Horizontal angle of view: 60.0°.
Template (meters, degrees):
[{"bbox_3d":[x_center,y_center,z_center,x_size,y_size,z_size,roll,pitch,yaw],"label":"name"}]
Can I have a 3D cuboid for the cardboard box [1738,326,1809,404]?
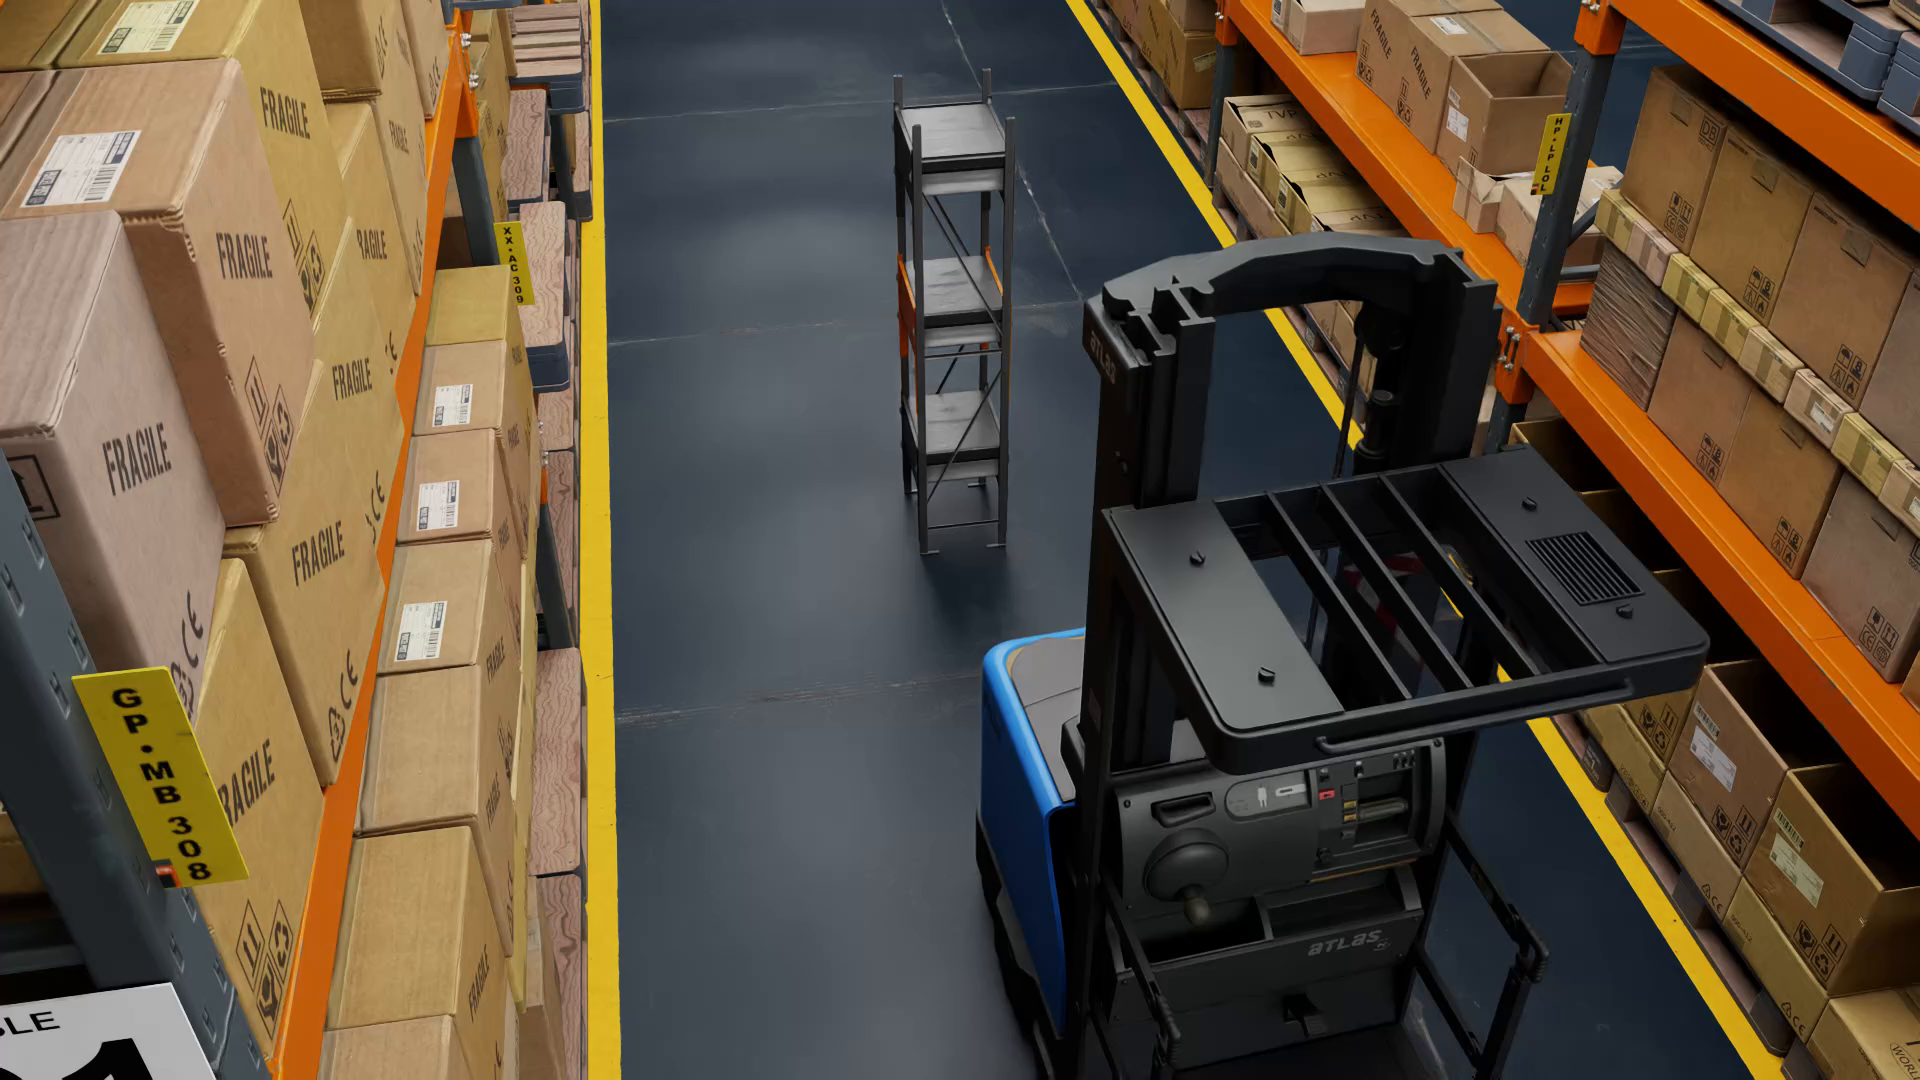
[{"bbox_3d":[2.811,-0.594,5.459,0.380,0.149,0.250,-7,38,-9],"label":"cardboard box"}]

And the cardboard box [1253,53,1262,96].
[{"bbox_3d":[2.177,-3.322,11.260,0.500,0.500,0.500,-8,38,-10],"label":"cardboard box"}]

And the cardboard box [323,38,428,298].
[{"bbox_3d":[-1.560,-0.879,3.894,0.500,0.500,0.500,-8,38,-10],"label":"cardboard box"}]

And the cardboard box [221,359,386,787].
[{"bbox_3d":[-1.272,0.064,2.680,0.500,0.500,0.500,-4,38,-5],"label":"cardboard box"}]

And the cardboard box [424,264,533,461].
[{"bbox_3d":[-1.715,-0.556,5.515,0.500,0.500,0.500,-6,38,-8],"label":"cardboard box"}]

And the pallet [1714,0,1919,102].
[{"bbox_3d":[2.949,-1.735,5.166,1.003,0.211,1.213,-6,38,-8],"label":"pallet"}]

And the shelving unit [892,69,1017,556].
[{"bbox_3d":[-0.029,-0.929,7.235,0.431,2.100,0.503,-6,38,-8],"label":"shelving unit"}]

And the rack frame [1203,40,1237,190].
[{"bbox_3d":[2.073,-3.514,9.828,1.000,3.000,0.127,-6,38,-8],"label":"rack frame"}]

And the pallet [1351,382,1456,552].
[{"bbox_3d":[2.607,-0.438,8.141,1.003,0.211,1.213,-6,38,-8],"label":"pallet"}]

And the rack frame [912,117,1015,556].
[{"bbox_3d":[0.014,-0.782,7.045,0.400,2.100,0.015,-6,38,-8],"label":"rack frame"}]

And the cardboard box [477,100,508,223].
[{"bbox_3d":[-2.249,-1.426,6.700,0.700,0.500,0.500,-3,38,-3],"label":"cardboard box"}]

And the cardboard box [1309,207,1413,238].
[{"bbox_3d":[2.154,-1.533,8.720,0.500,0.311,0.500,-7,38,-9],"label":"cardboard box"}]

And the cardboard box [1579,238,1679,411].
[{"bbox_3d":[2.858,-0.870,6.344,0.700,0.500,0.500,-7,38,-9],"label":"cardboard box"}]

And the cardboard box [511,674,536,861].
[{"bbox_3d":[-1.449,0.649,4.575,0.500,0.250,0.500,-6,38,-8],"label":"cardboard box"}]

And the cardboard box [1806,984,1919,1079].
[{"bbox_3d":[2.991,1.645,5.086,0.500,0.250,0.500,-6,38,-8],"label":"cardboard box"}]

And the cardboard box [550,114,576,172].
[{"bbox_3d":[-2.803,-2.754,10.260,0.750,0.750,0.750,-7,38,-9],"label":"cardboard box"}]

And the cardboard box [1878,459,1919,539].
[{"bbox_3d":[2.947,-0.125,4.855,0.380,0.149,0.250,-7,38,-9],"label":"cardboard box"}]

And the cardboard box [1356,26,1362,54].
[{"bbox_3d":[2.352,-2.651,8.922,0.380,0.149,0.250,-4,38,-5],"label":"cardboard box"}]

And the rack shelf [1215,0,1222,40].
[{"bbox_3d":[1.722,-4.438,11.604,1.077,0.370,4.000,-6,38,-8],"label":"rack shelf"}]

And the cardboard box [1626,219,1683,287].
[{"bbox_3d":[2.675,-1.059,6.058,0.380,0.149,0.250,-6,38,-7],"label":"cardboard box"}]

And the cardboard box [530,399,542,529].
[{"bbox_3d":[-1.721,-0.258,5.743,0.500,0.250,0.500,-6,38,-8],"label":"cardboard box"}]

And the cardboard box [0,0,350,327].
[{"bbox_3d":[-1.368,-0.649,2.783,0.500,0.500,0.500,-5,38,-7],"label":"cardboard box"}]

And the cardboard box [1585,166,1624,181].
[{"bbox_3d":[2.820,-1.556,7.513,0.380,0.149,0.250,-6,38,-8],"label":"cardboard box"}]

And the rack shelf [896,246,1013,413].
[{"bbox_3d":[-0.029,-0.918,7.243,0.431,0.518,0.480,-6,38,-8],"label":"rack shelf"}]

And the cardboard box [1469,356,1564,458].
[{"bbox_3d":[2.421,-0.613,7.536,0.500,0.311,0.500,-6,38,-8],"label":"cardboard box"}]

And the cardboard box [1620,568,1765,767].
[{"bbox_3d":[2.723,0.444,6.022,0.500,0.500,0.500,-6,38,-8],"label":"cardboard box"}]

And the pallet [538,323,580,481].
[{"bbox_3d":[-2.457,-0.670,8.441,1.003,0.211,1.213,-6,38,-8],"label":"pallet"}]

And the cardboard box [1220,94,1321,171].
[{"bbox_3d":[1.876,-2.468,9.923,0.500,0.311,0.500,-5,38,-6],"label":"cardboard box"}]

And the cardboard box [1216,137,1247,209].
[{"bbox_3d":[1.876,-2.246,10.095,0.500,0.250,0.500,-6,38,-8],"label":"cardboard box"}]

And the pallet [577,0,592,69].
[{"bbox_3d":[-3.295,-3.836,12.516,1.003,0.211,1.213,-6,38,-8],"label":"pallet"}]

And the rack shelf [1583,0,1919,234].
[{"bbox_3d":[3.125,-0.791,4.464,1.077,0.370,4.000,-6,38,-8],"label":"rack shelf"}]

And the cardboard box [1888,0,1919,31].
[{"bbox_3d":[2.939,-1.536,4.297,0.797,0.503,0.637,-2,38,-3],"label":"cardboard box"}]

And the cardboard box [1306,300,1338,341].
[{"bbox_3d":[2.151,-1.320,8.902,0.500,0.250,0.500,-5,38,-7],"label":"cardboard box"}]

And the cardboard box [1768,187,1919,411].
[{"bbox_3d":[3.035,-0.775,5.164,0.700,0.500,0.500,-6,38,-8],"label":"cardboard box"}]

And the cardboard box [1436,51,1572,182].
[{"bbox_3d":[2.563,-1.921,7.697,0.500,0.500,0.500,-4,38,-5],"label":"cardboard box"}]

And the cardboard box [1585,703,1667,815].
[{"bbox_3d":[2.722,0.740,6.252,0.500,0.250,0.500,-6,38,-8],"label":"cardboard box"}]

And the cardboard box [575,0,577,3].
[{"bbox_3d":[-3.263,-4.333,12.293,0.750,0.750,0.750,-6,38,-7],"label":"cardboard box"}]

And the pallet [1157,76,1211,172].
[{"bbox_3d":[1.979,-2.868,11.270,1.003,0.211,1.213,-6,38,-8],"label":"pallet"}]

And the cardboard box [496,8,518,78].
[{"bbox_3d":[-2.586,-2.575,8.179,0.700,0.500,0.500,-10,39,-12],"label":"cardboard box"}]

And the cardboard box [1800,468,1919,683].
[{"bbox_3d":[3.132,0.060,5.146,0.700,0.500,0.500,-5,38,-7],"label":"cardboard box"}]

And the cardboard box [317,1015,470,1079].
[{"bbox_3d":[-1.189,1.287,3.143,0.500,0.500,0.500,-6,38,-8],"label":"cardboard box"}]

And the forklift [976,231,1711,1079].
[{"bbox_3d":[0.921,0.839,4.281,1.130,2.935,3.031,-9,39,-11],"label":"forklift"}]

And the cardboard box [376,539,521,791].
[{"bbox_3d":[-1.452,0.365,4.330,0.500,0.500,0.500,-5,38,-7],"label":"cardboard box"}]

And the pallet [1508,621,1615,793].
[{"bbox_3d":[2.872,0.488,6.950,1.003,0.211,1.213,-6,38,-8],"label":"pallet"}]

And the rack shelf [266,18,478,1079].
[{"bbox_3d":[-1.751,-0.256,3.775,1.077,0.370,4.000,-6,38,-8],"label":"rack shelf"}]

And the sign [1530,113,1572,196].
[{"bbox_3d":[2.242,-1.460,6.305,0.100,0.325,0.005,-6,38,-8],"label":"sign"}]

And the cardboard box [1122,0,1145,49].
[{"bbox_3d":[1.489,-3.869,11.964,0.500,0.500,0.500,-8,38,-10],"label":"cardboard box"}]

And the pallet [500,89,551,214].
[{"bbox_3d":[-2.416,-1.712,7.665,1.003,0.211,1.213,-6,38,-8],"label":"pallet"}]

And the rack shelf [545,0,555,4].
[{"bbox_3d":[-3.154,-3.903,10.915,1.077,0.370,4.000,-6,38,-8],"label":"rack shelf"}]

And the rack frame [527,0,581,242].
[{"bbox_3d":[-2.803,-2.979,9.140,1.000,3.000,0.127,-6,38,-8],"label":"rack frame"}]
